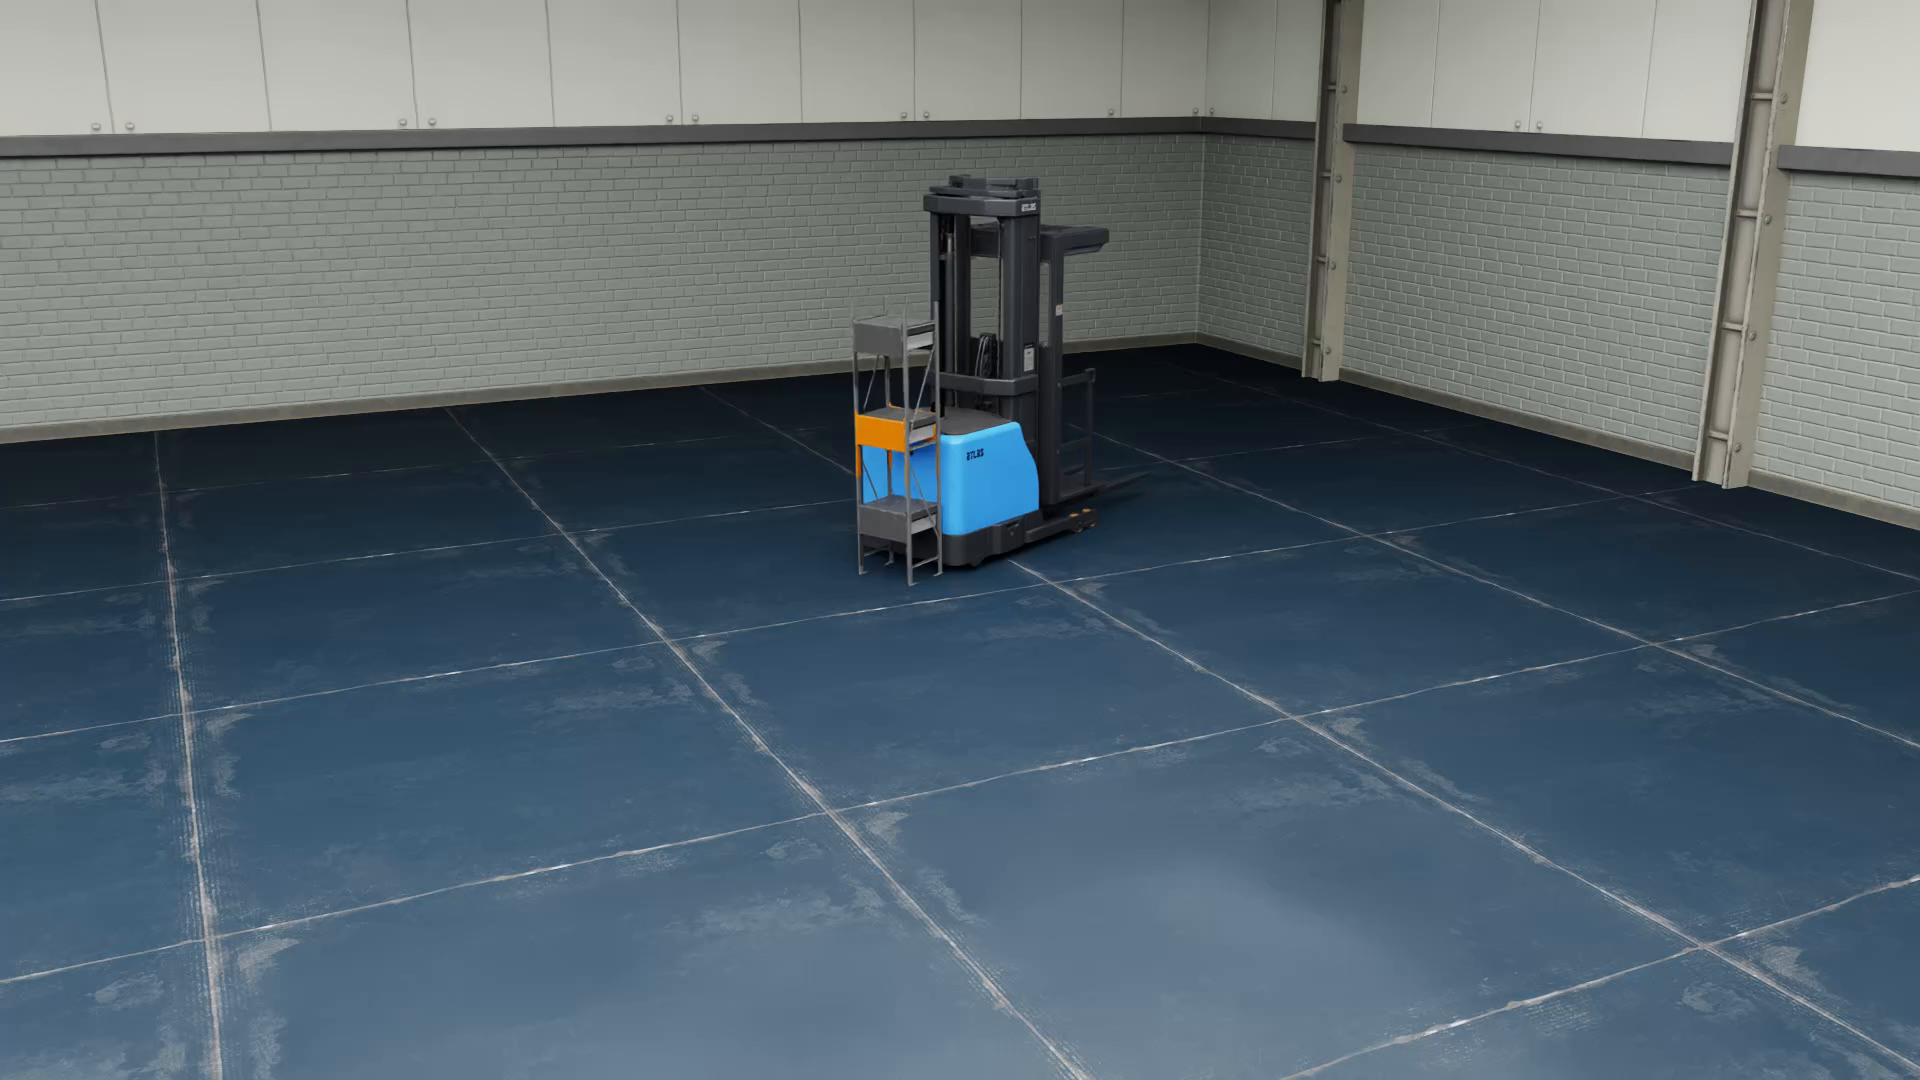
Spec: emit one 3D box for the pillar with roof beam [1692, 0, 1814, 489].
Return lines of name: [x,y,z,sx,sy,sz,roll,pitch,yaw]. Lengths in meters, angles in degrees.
pillar with roof beam: [3.276,-4.345,12.578,9.100,9.000,0.400,-8,18,-25]

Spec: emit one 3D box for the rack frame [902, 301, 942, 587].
rack frame: [-0.275,-0.700,12.369,0.015,2.100,0.400,12,21,36]

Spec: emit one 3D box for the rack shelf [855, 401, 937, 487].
rack shelf: [-0.468,-0.728,12.515,0.480,0.518,0.431,12,21,36]

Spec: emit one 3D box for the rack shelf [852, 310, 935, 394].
rack shelf: [-0.476,-1.398,12.313,0.480,0.518,0.431,12,21,36]

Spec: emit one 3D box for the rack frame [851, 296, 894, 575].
rack frame: [-0.662,-0.782,12.654,0.015,2.100,0.400,12,21,36]

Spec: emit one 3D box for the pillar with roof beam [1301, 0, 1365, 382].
pillar with roof beam: [0.648,-5.833,17.763,9.100,9.000,0.400,-8,18,-25]

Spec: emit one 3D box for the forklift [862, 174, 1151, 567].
forklift: [0.525,-1.544,13.818,1.130,2.935,3.031,13,20,37]

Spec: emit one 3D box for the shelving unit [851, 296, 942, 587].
shelving unit: [-0.468,-0.741,12.512,0.503,2.100,0.431,12,21,36]

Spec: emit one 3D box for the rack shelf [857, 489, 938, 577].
rack shelf: [-0.460,-0.058,12.718,0.480,0.518,0.431,12,21,36]
